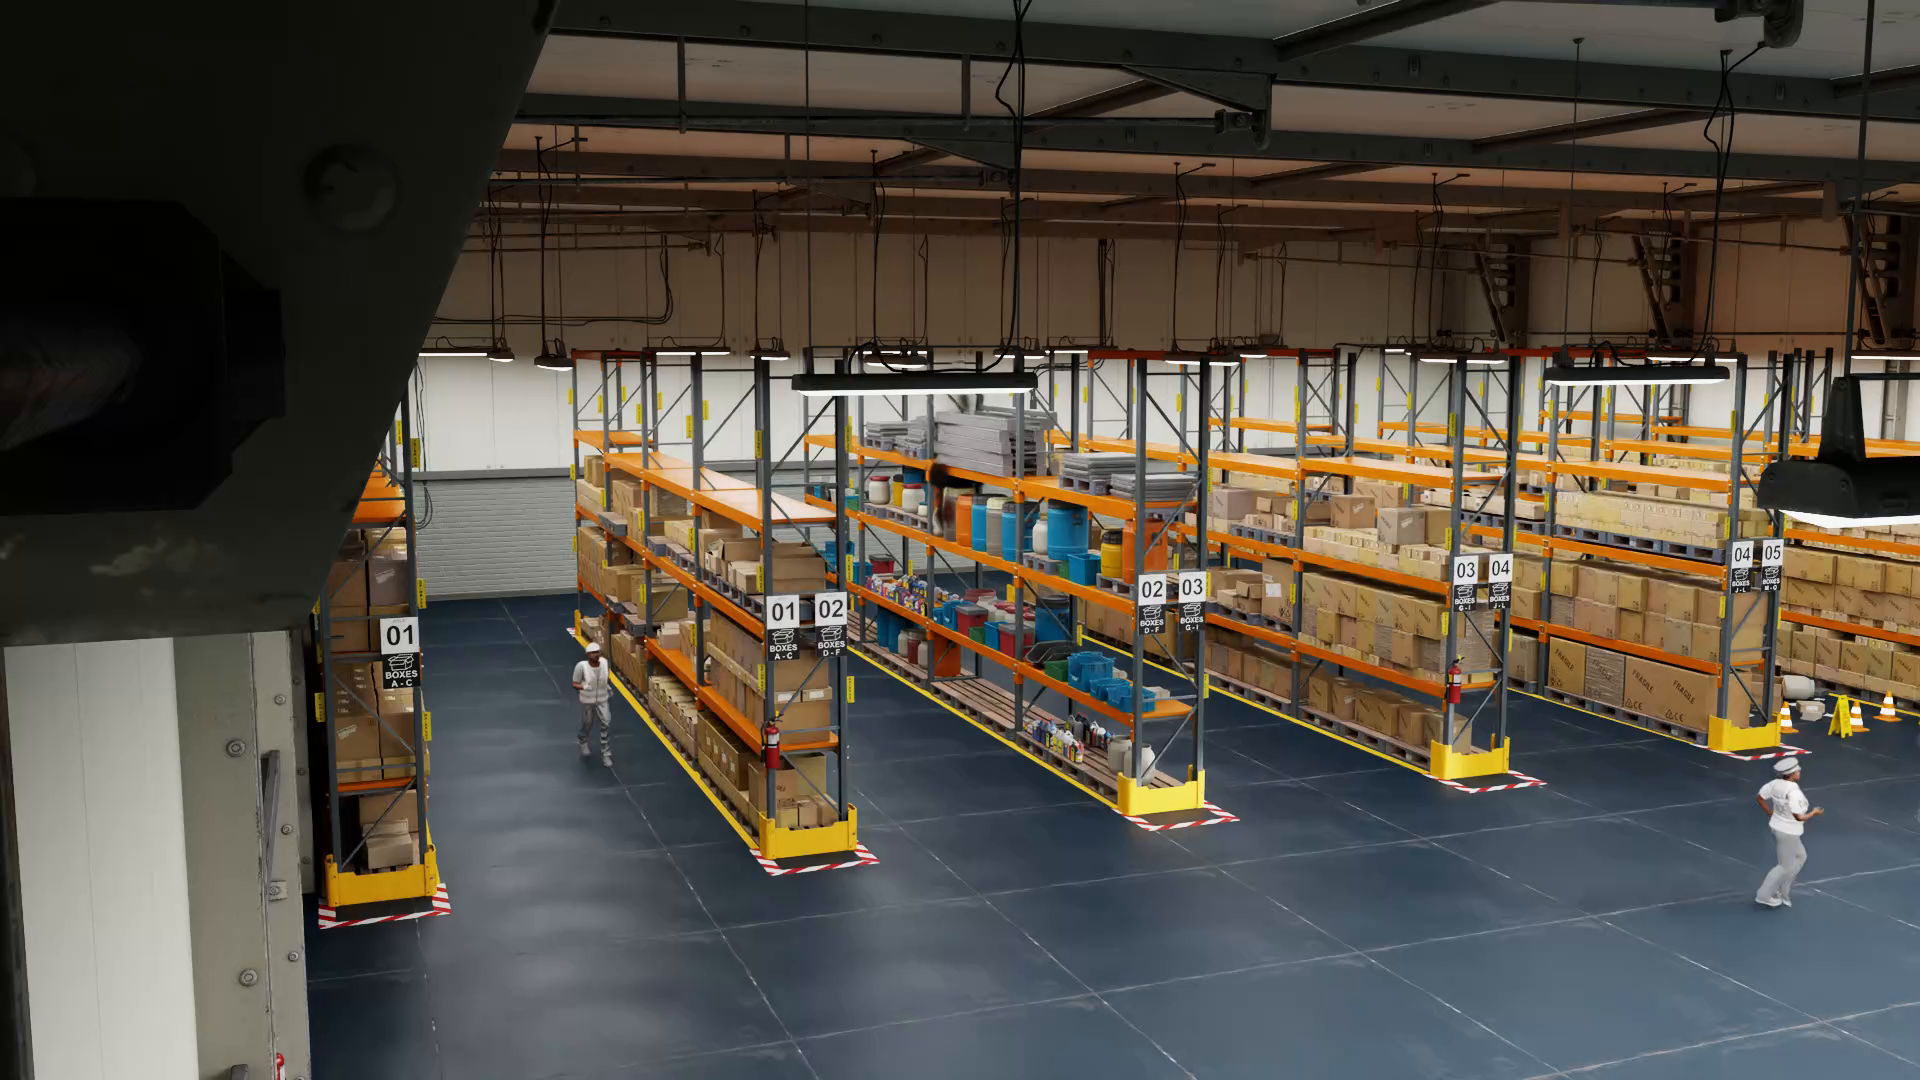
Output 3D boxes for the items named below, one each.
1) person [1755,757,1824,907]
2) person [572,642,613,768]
[{"bbox_3d":[9.126,3.233,18.309,0.667,1.728,0.558,0,7,3],"label":"person"},{"bbox_3d":[-5.413,2.386,24.533,0.634,1.800,0.939,-4,8,-28],"label":"person"}]
